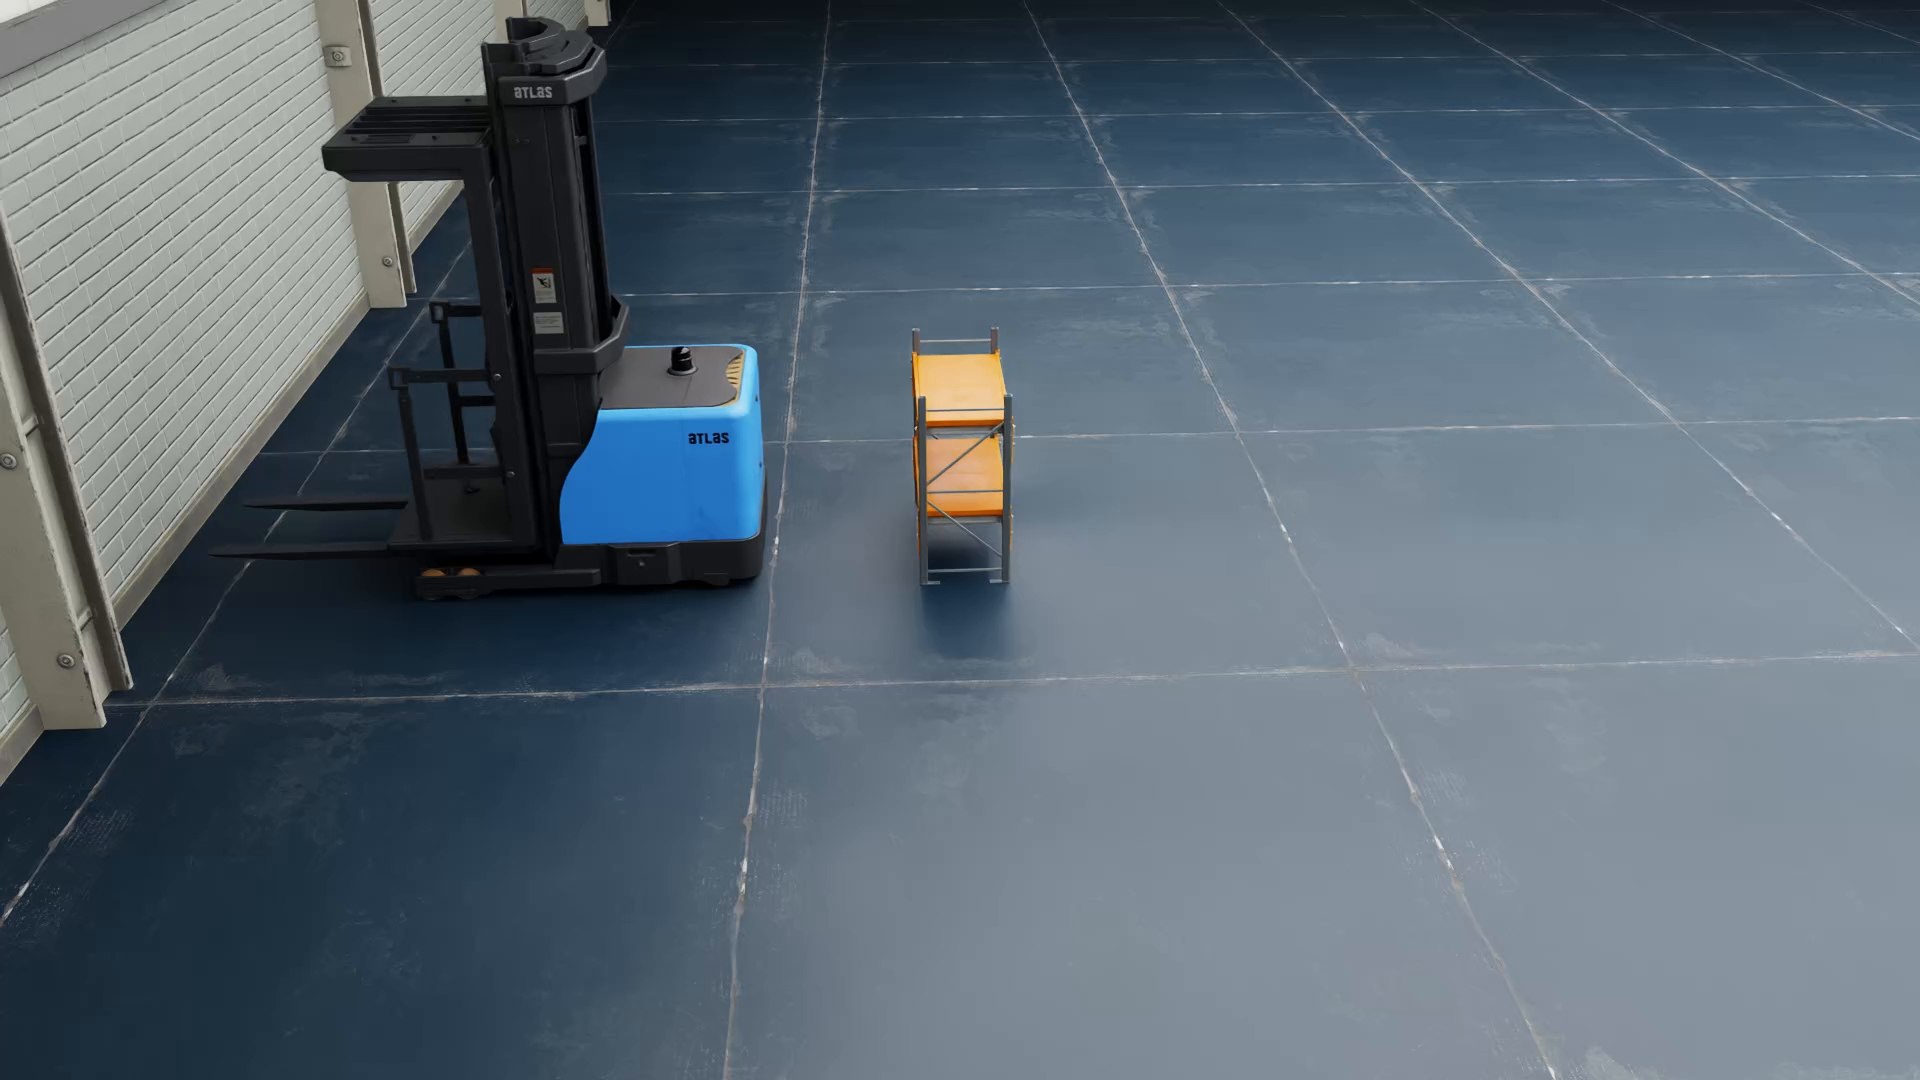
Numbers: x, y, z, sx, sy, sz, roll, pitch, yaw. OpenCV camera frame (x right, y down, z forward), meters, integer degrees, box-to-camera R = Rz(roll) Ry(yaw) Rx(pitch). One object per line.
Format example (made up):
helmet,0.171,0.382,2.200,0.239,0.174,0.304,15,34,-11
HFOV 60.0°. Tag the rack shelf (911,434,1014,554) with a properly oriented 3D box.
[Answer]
rack shelf,0.000,-0.279,9.597,0.538,0.278,1.000,-1,28,-3

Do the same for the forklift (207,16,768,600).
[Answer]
forklift,-2.642,-1.222,8.923,3.031,2.935,1.130,-2,28,-3

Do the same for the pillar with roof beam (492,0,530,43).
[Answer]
pillar with roof beam,-0.625,-8.818,16.926,9.100,9.000,0.400,-1,28,-3

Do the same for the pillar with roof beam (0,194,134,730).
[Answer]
pillar with roof beam,0.001,-3.276,6.301,9.100,9.000,0.400,-1,28,-3

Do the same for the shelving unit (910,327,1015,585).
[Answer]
shelving unit,0.000,-0.496,9.484,0.538,1.125,1.048,-1,28,-3

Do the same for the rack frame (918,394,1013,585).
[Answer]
rack frame,0.027,-0.261,9.034,0.500,1.125,0.032,-1,28,-3

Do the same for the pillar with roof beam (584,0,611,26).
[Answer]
pillar with roof beam,-0.939,-11.589,22.239,9.100,9.000,0.400,-1,28,-3

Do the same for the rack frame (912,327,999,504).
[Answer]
rack frame,-0.026,-0.730,9.934,0.500,1.125,0.032,-1,28,-3

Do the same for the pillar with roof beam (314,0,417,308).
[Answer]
pillar with roof beam,-0.312,-6.047,11.614,9.100,9.000,0.400,-1,28,-3

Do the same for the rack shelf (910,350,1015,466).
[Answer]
rack shelf,0.000,-0.755,9.349,0.538,0.278,1.000,-1,28,-3
